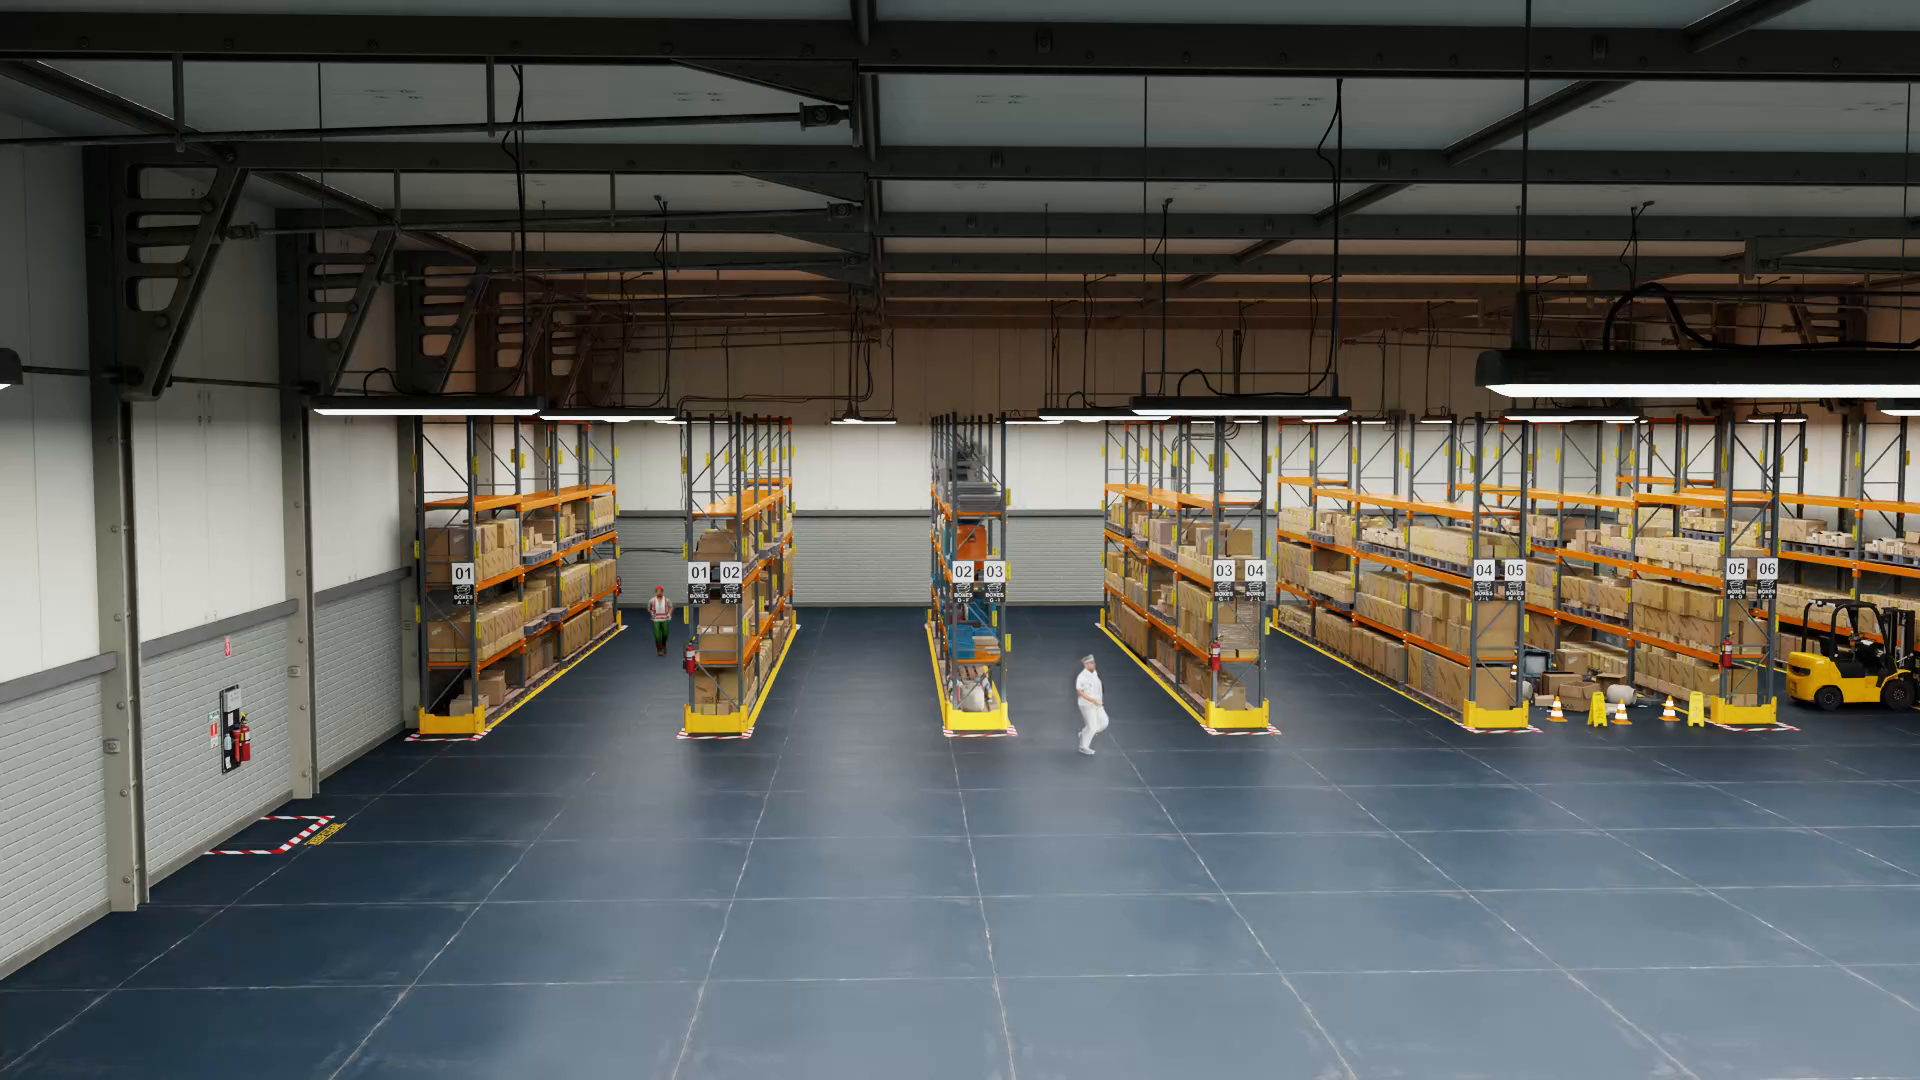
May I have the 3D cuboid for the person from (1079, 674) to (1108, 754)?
[{"bbox_3d":[2.324,3.054,29.185,0.507,1.379,0.443,2,5,32],"label":"person"}]

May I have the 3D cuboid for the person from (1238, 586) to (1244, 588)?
[{"bbox_3d":[7.792,1.647,46.691,0.707,1.770,0.969,1,4,13],"label":"person"}]

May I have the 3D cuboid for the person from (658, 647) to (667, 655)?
[{"bbox_3d":[-7.452,2.705,41.595,0.236,0.353,0.337,-1,4,-12],"label":"person"}]
